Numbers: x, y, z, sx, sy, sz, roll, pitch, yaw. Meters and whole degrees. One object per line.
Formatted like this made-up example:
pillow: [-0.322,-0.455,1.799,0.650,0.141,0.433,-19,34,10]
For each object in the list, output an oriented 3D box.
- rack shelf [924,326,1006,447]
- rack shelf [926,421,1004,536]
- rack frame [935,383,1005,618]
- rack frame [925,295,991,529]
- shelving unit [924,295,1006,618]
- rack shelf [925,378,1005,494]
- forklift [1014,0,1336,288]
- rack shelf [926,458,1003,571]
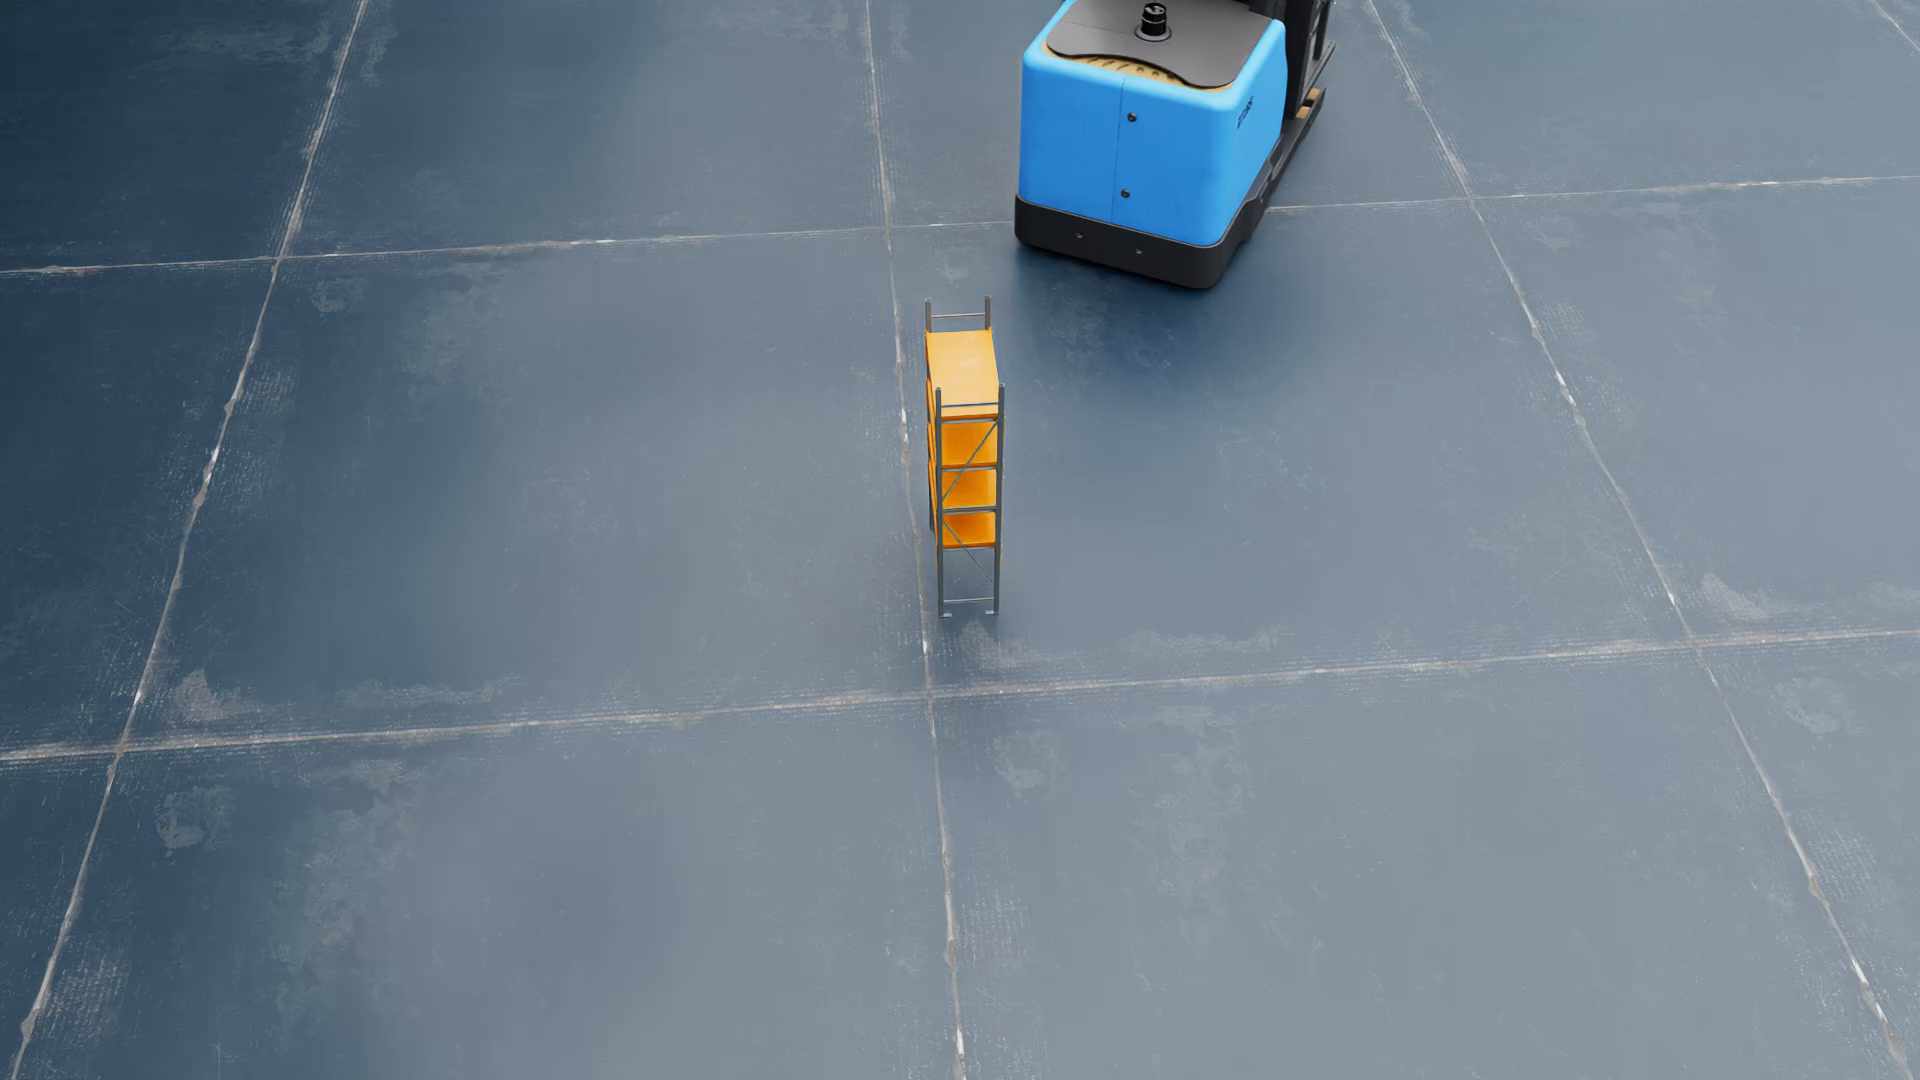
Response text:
rack shelf: [0.014,-0.563,6.052,0.258,0.148,0.480,-3,47,-3]
rack shelf: [0.014,-0.247,6.386,0.258,0.148,0.480,-3,47,-3]
rack frame: [0.034,-0.116,6.170,0.240,1.200,0.015,-3,47,-3]
rack frame: [-0.007,-0.469,6.505,0.240,1.200,0.015,-3,47,-3]
shelving unit: [0.014,-0.293,6.337,0.258,1.200,0.503,-3,47,-3]
rack shelf: [0.014,-0.400,6.224,0.258,0.148,0.480,-3,47,-3]
forklift: [1.333,-3.290,7.983,1.130,2.935,3.031,18,49,16]
rack shelf: [0.014,-0.110,6.530,0.258,0.148,0.480,-3,47,-3]
